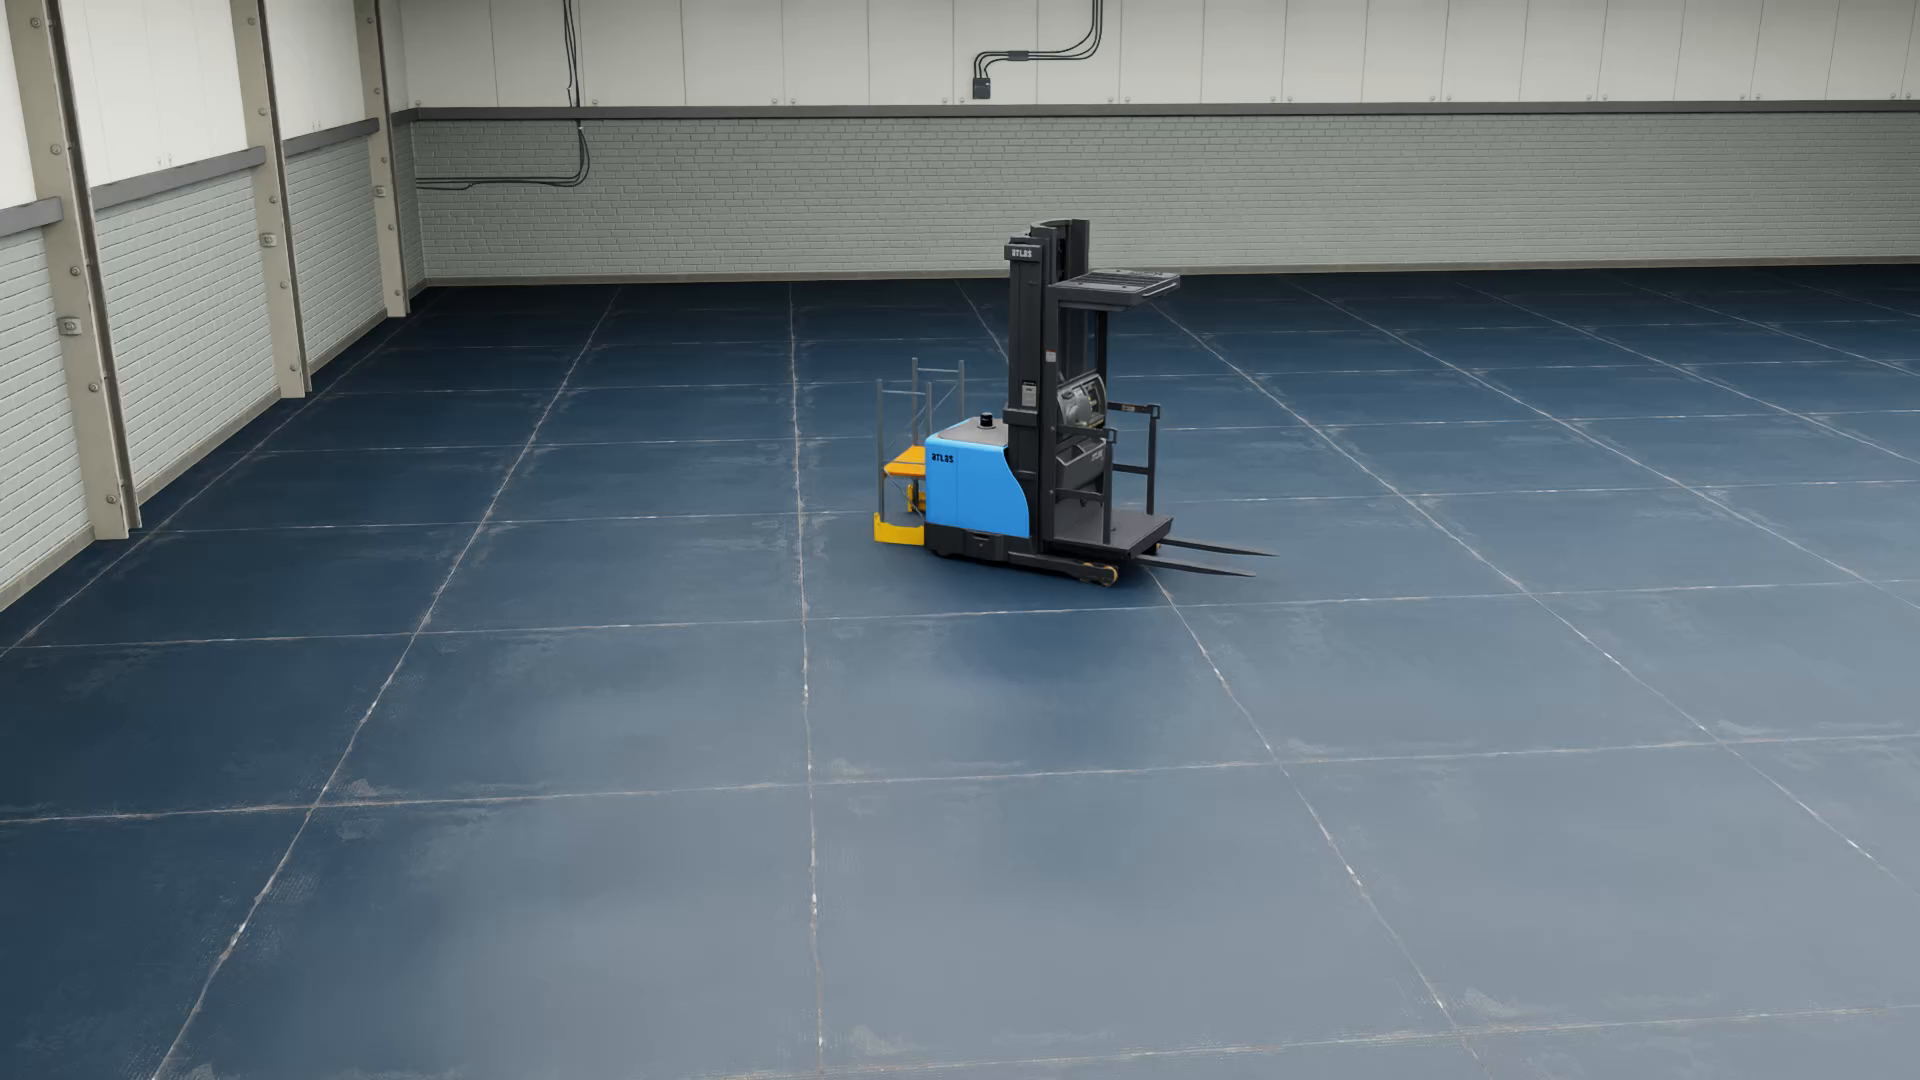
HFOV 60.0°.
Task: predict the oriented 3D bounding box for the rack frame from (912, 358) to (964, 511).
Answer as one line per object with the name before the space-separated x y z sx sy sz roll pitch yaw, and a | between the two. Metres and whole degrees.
rack frame | -0.209 -0.985 15.884 0.500 1.500 0.032 5 18 16

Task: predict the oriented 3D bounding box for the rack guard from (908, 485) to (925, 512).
rack guard | -0.214 -0.383 16.054 0.587 0.250 0.087 5 18 16

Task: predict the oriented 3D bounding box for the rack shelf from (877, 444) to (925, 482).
rack shelf | -0.353 -0.668 15.473 0.538 0.185 1.000 5 18 16

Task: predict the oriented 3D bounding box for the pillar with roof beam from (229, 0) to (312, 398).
pillar with roof beam | -4.172 -6.280 20.229 9.100 9.000 0.400 -2 18 -6

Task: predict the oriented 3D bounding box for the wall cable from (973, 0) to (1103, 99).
wall cable | 1.383 -10.764 28.835 2.305 6.003 0.169 -2 18 -6

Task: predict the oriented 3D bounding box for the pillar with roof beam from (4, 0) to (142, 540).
pillar with roof beam | -3.553 -4.492 14.535 9.100 9.000 0.400 -2 18 -6

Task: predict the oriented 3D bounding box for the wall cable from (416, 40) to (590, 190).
wall cable | -8.062 -7.371 28.890 3.097 2.526 0.112 -2 18 -6

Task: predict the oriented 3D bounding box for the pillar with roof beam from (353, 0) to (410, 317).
pillar with roof beam | -4.791 -8.067 25.923 9.100 9.000 0.400 -2 18 -6

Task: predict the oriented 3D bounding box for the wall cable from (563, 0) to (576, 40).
wall cable | -5.371 -9.865 28.400 3.097 2.526 0.112 -2 18 -6

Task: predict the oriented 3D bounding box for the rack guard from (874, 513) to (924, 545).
rack guard | -0.496 -0.097 15.142 0.587 0.250 0.087 5 18 16

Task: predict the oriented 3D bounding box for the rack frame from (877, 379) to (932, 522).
rack frame | -0.496 -0.693 14.954 0.500 1.500 0.032 5 18 16

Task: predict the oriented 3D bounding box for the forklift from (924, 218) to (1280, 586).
forklift | 1.225 -1.192 14.153 3.031 2.935 1.130 9 20 26

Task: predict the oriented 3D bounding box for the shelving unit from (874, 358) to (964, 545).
shelving unit | -0.355 -0.837 15.411 0.587 1.500 1.083 5 18 16
